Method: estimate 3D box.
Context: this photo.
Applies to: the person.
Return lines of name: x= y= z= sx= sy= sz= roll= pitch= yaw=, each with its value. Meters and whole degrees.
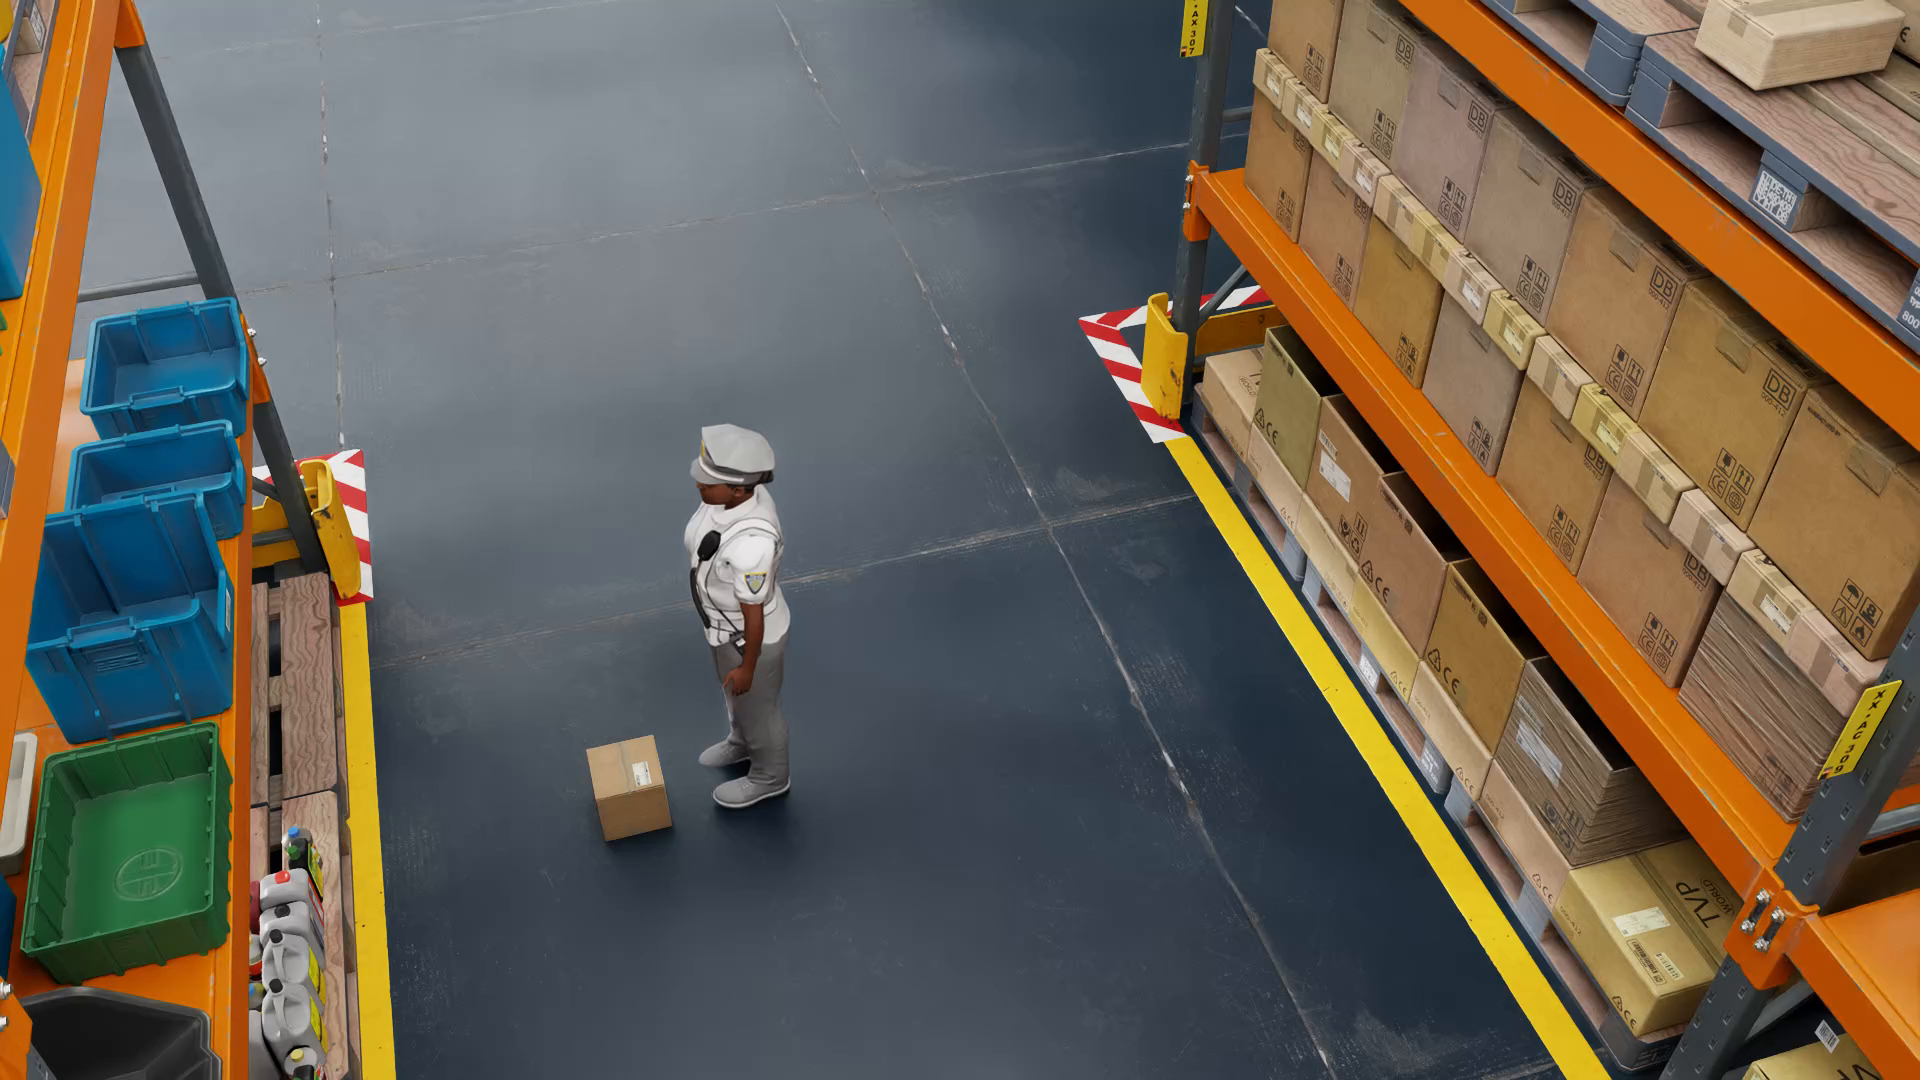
person: x=-0.786 y=0.312 z=5.817 sx=0.391 sy=1.724 sz=0.451 roll=-11 pitch=44 yaw=-12
